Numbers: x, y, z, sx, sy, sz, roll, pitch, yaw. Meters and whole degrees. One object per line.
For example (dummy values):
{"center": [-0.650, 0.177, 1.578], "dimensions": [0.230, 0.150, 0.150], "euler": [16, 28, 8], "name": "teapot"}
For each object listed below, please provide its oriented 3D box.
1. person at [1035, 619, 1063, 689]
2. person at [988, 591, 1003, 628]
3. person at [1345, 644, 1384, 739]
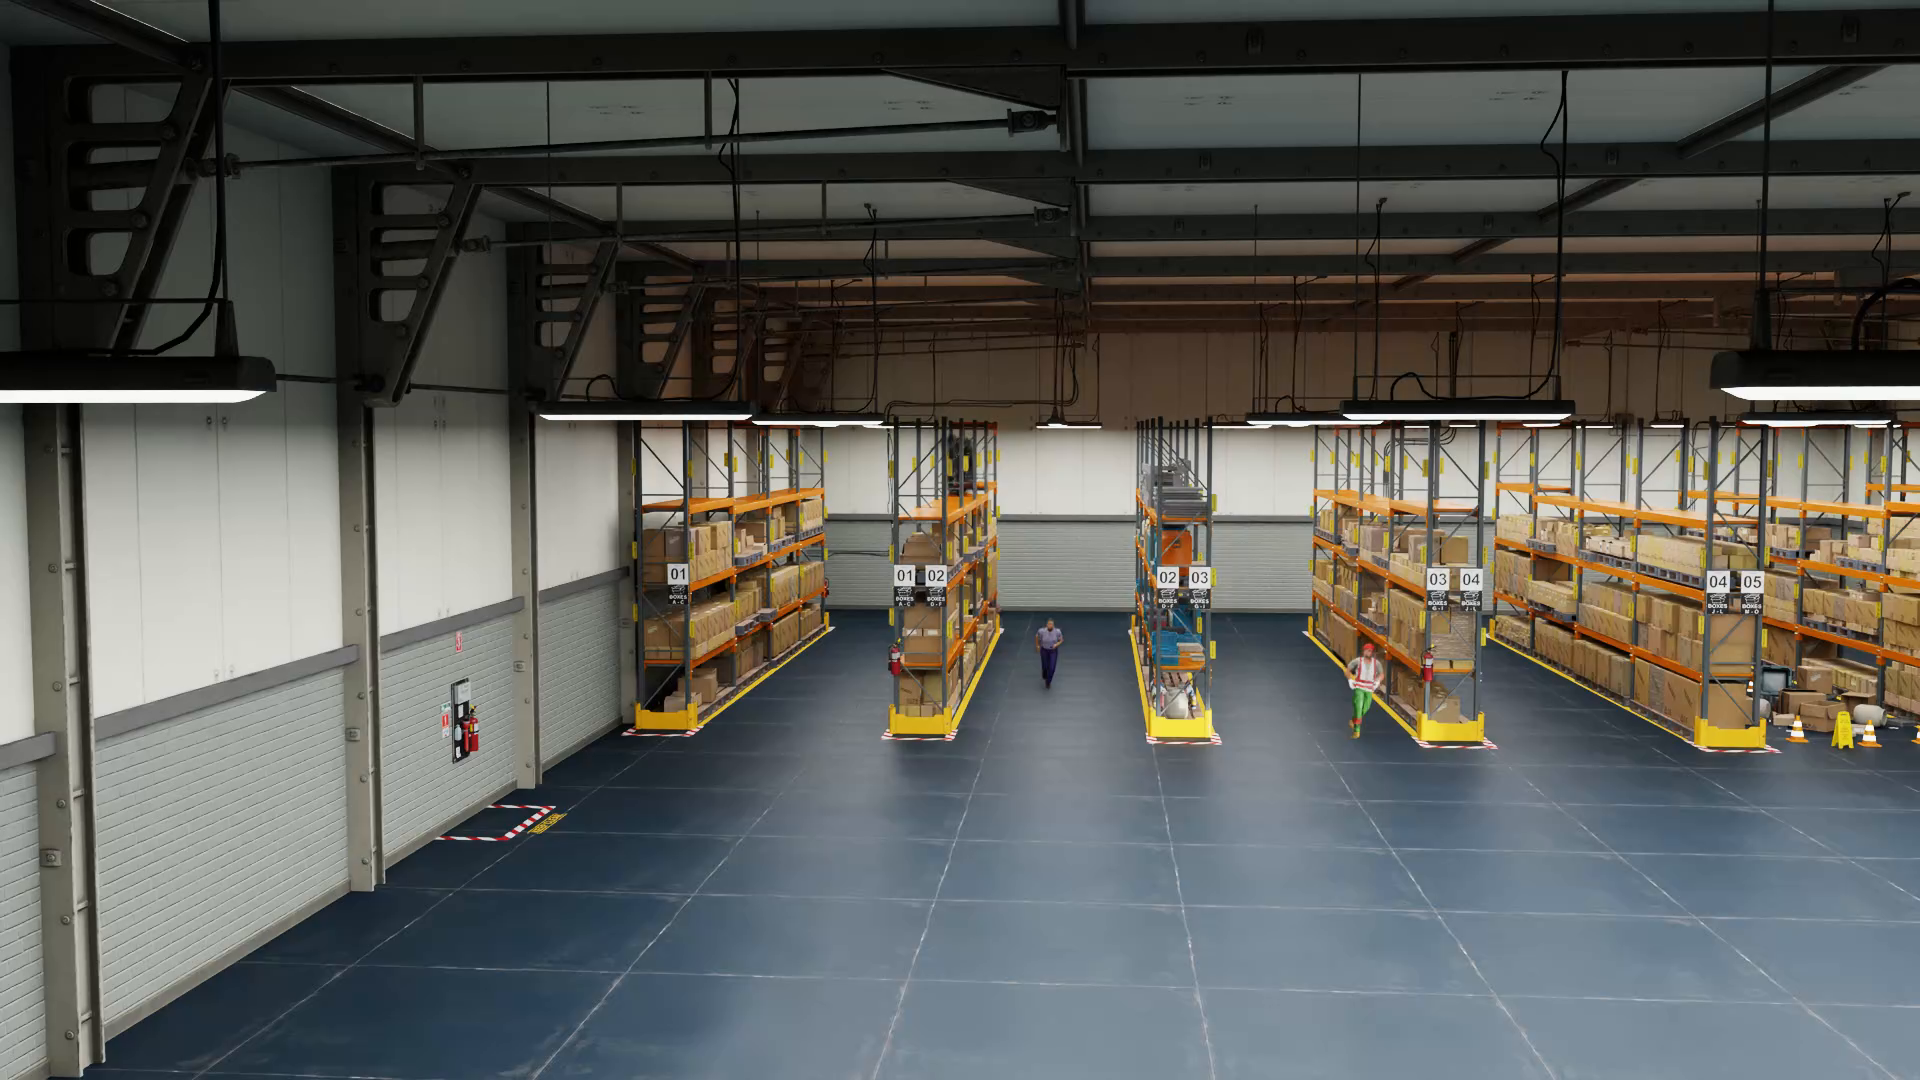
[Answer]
{"center": [1.987, 2.534, 37.105], "dimensions": [0.596, 1.582, 0.692], "euler": [0, 4, -5], "name": "person"}
{"center": [0.911, 1.743, 48.427], "dimensions": [0.741, 1.717, 0.607], "euler": [1, 4, 14], "name": "person"}
{"center": [7.623, 2.809, 31.316], "dimensions": [0.708, 1.752, 0.844], "euler": [0, 4, 1], "name": "person"}
